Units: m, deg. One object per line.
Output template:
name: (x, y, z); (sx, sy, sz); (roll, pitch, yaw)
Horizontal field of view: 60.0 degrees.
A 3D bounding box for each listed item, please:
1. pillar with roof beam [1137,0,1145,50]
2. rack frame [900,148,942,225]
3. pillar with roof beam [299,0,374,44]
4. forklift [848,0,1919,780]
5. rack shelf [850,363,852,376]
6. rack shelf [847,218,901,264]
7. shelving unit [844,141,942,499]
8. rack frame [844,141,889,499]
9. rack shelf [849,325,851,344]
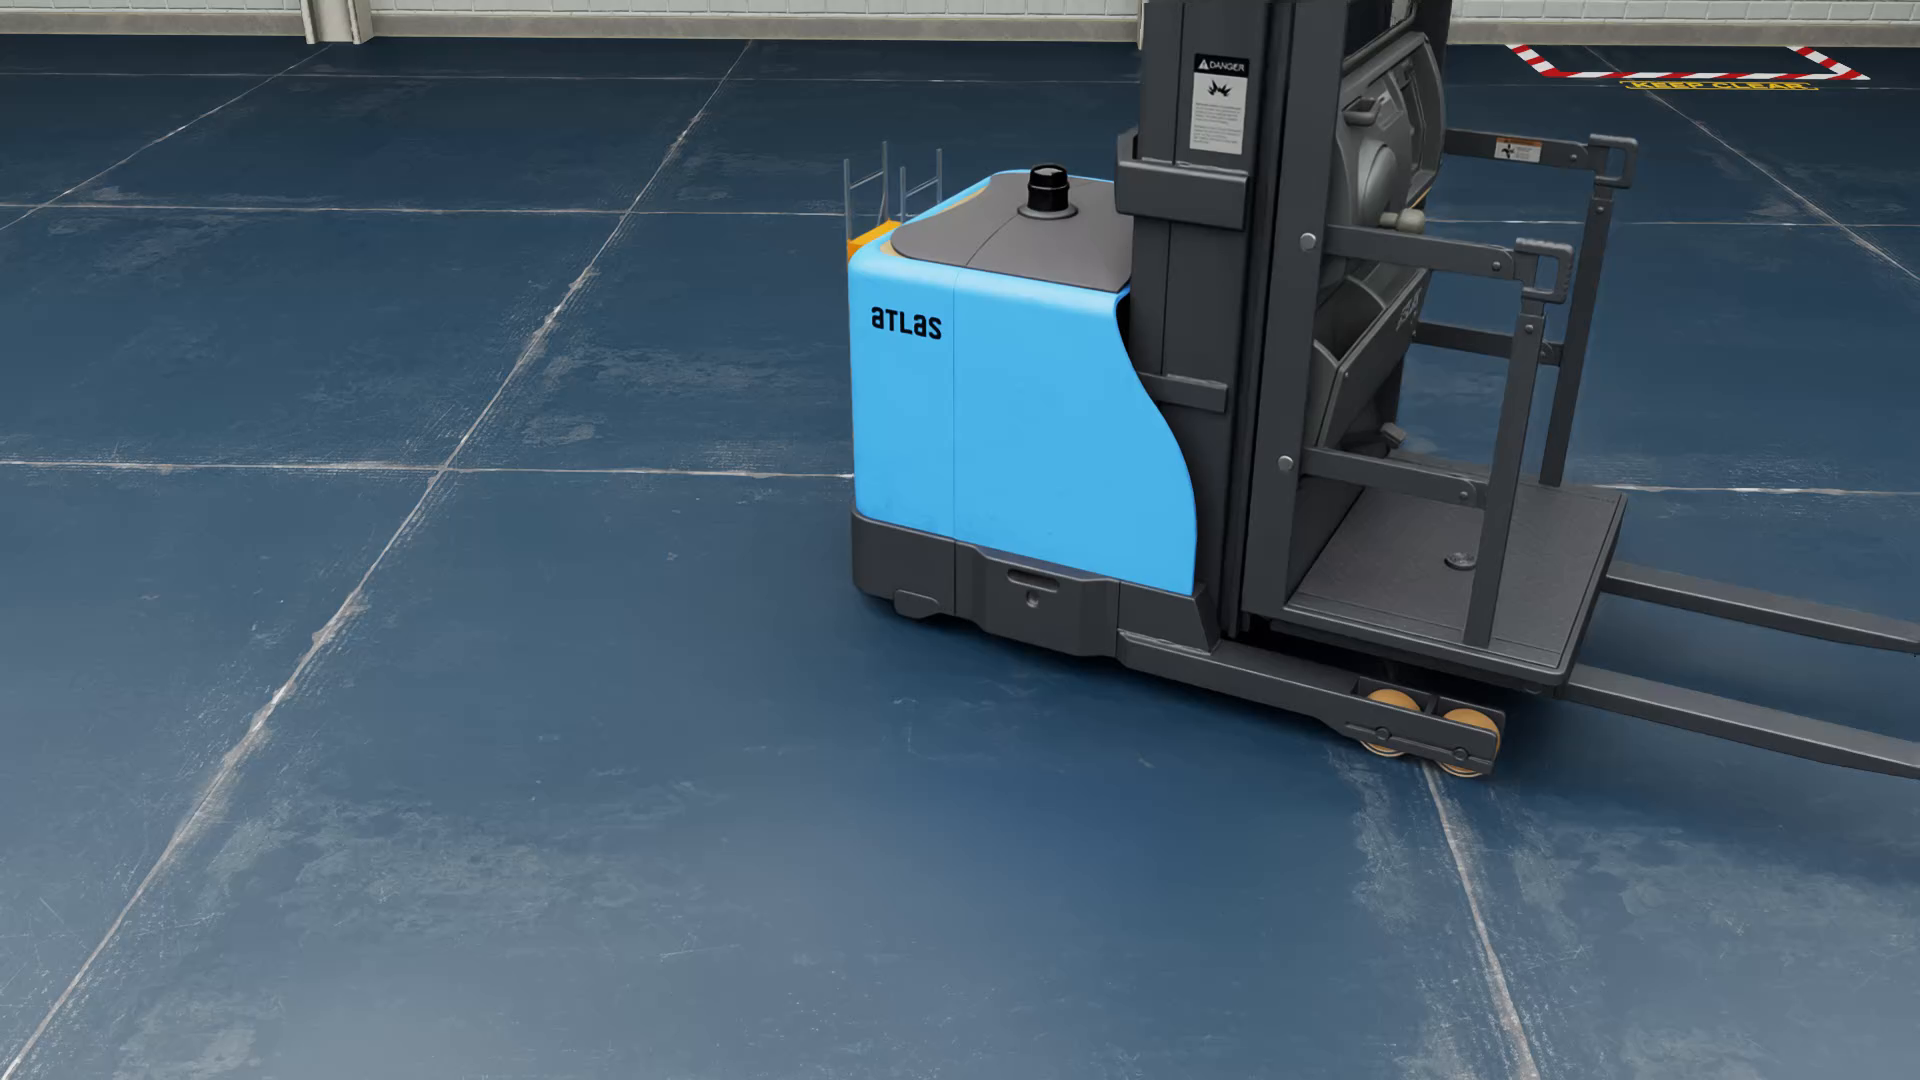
pillar with roof beam: (1.326, -5.517, 6.050); (0.400, 9.000, 9.100); (1, 28, 2)
rack frame: (-0.110, -0.559, 5.023); (0.006, 1.200, 0.240); (14, 31, 24)
pillar with roof beam: (-4.671, -5.616, 6.237); (0.400, 9.000, 9.100); (1, 28, 2)
forklift: (1.236, -0.990, 3.987); (3.031, 2.935, 1.130); (14, 31, 24)
rack shelf: (-0.191, -0.539, 5.081); (0.180, 0.103, 0.258); (14, 31, 24)
rack shelf: (-0.191, -0.857, 4.913); (0.180, 0.103, 0.258); (14, 31, 24)
shelving unit: (-0.191, -0.579, 5.060); (0.189, 1.200, 0.258); (14, 31, 24)
rack frame: (-0.273, -0.598, 5.097); (0.006, 1.200, 0.240); (14, 31, 24)
rack shelf: (-0.191, -0.645, 5.025); (0.180, 0.103, 0.258); (14, 31, 24)
